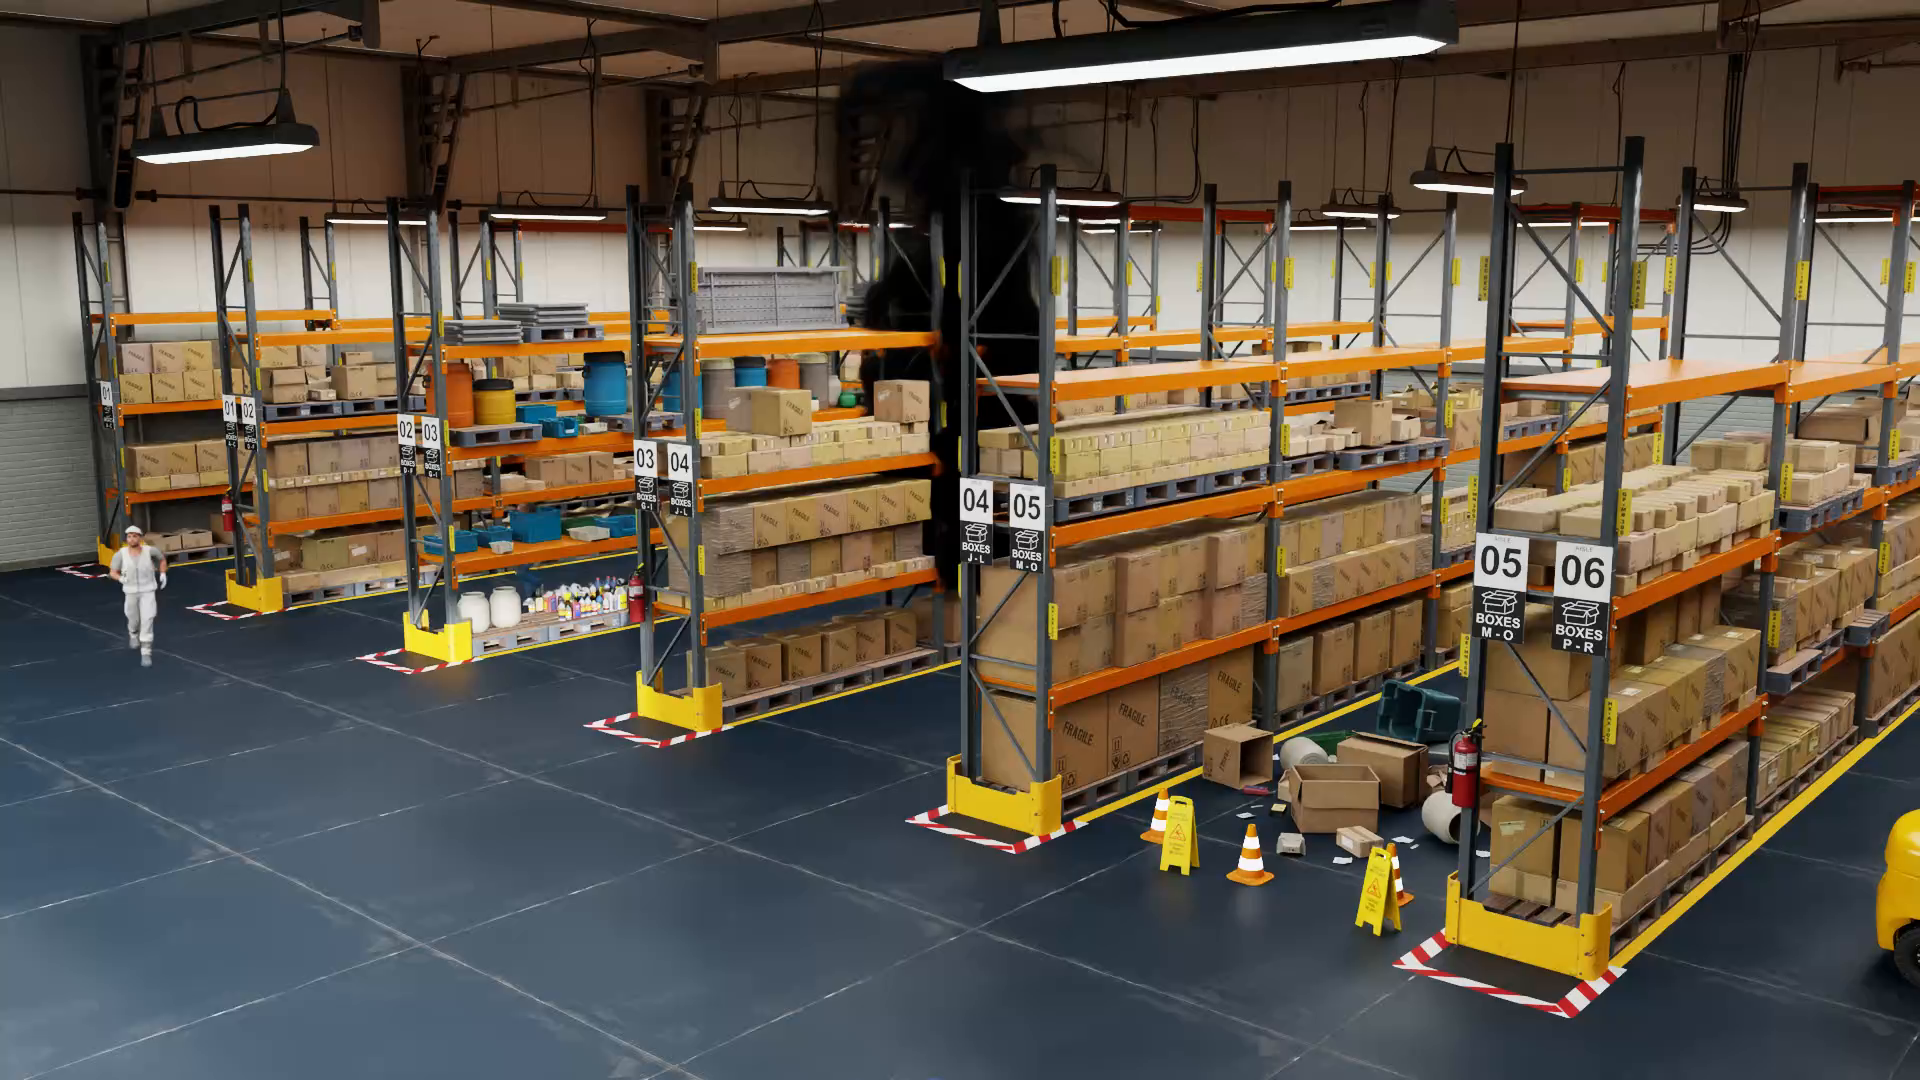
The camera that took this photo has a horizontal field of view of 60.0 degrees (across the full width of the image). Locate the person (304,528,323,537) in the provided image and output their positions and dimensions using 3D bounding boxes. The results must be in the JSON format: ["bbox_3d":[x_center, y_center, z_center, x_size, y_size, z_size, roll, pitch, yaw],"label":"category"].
[{"bbox_3d":[-10.742,-0.237,27.663,0.687,1.721,0.734,8,12,40],"label":"person"}]

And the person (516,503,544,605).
[{"bbox_3d":[-6.622,0.215,25.275,0.543,1.567,0.530,5,11,30],"label":"person"}]

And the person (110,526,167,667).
[{"bbox_3d":[-10.711,0.689,21.728,0.670,1.790,0.993,-4,10,-22],"label":"person"}]
